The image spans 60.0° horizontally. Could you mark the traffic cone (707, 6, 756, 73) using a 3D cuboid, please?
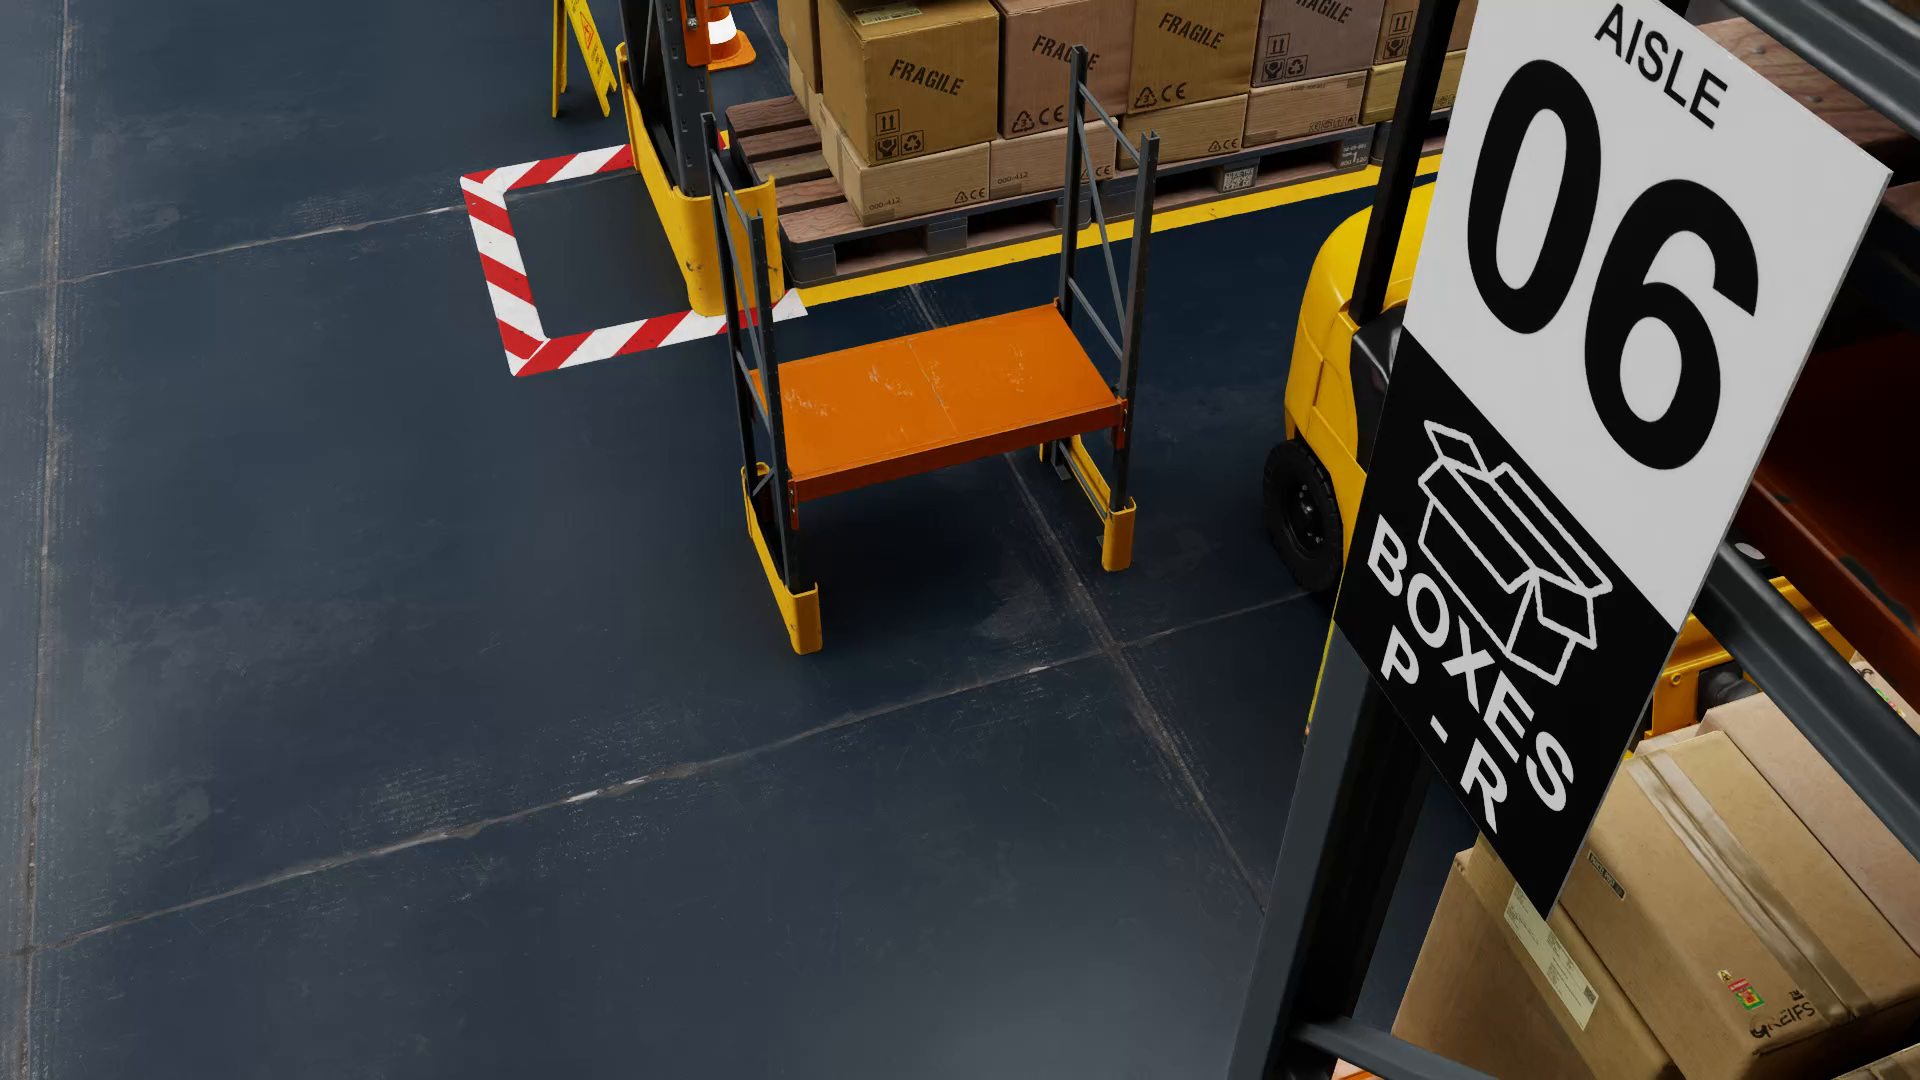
[{"bbox_3d":[-1.096,-2.339,7.254,0.334,0.463,0.336,-14,47,-14],"label":"traffic cone"}]

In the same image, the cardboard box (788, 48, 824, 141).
[{"bbox_3d":[-0.371,-1.828,6.599,0.500,0.250,0.500,-15,47,-14],"label":"cardboard box"}]

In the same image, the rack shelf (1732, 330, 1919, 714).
[{"bbox_3d":[2.508,-0.251,1.773,4.000,0.370,1.077,-14,47,-14],"label":"rack shelf"}]

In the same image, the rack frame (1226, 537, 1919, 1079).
[{"bbox_3d":[0.627,1.034,2.101,0.127,3.000,1.000,-14,47,-14],"label":"rack frame"}]

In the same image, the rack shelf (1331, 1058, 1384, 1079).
[{"bbox_3d":[2.508,0.807,2.835,4.000,0.370,1.077,-14,47,-14],"label":"rack shelf"}]

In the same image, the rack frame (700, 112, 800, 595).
[{"bbox_3d":[-0.558,-0.387,4.576,0.032,1.500,0.500,-14,47,-14],"label":"rack frame"}]

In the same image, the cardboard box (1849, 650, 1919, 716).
[{"bbox_3d":[1.350,0.278,2.117,0.250,0.149,0.380,-13,47,-13],"label":"cardboard box"}]

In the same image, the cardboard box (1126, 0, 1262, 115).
[{"bbox_3d":[0.777,-1.974,6.215,0.500,0.500,0.500,-13,47,-13],"label":"cardboard box"}]

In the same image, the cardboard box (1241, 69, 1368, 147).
[{"bbox_3d":[1.258,-1.836,6.607,0.500,0.250,0.500,-14,47,-13],"label":"cardboard box"}]

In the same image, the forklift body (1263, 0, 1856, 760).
[{"bbox_3d":[1.791,-0.337,4.068,1.214,2.155,2.313,-14,47,-14],"label":"forklift body"}]

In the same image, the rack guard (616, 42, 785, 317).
[{"bbox_3d":[-0.991,-1.407,6.300,0.348,0.500,1.175,-14,47,-14],"label":"rack guard"}]

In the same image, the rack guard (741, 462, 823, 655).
[{"bbox_3d":[-0.540,0.050,5.024,0.087,0.250,0.587,-14,47,-14],"label":"rack guard"}]

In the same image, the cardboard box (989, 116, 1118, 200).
[{"bbox_3d":[0.273,-1.577,6.348,0.500,0.250,0.500,-13,46,-12],"label":"cardboard box"}]

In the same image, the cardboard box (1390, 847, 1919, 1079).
[{"bbox_3d":[1.000,0.706,2.358,0.500,0.500,0.500,-15,47,-15],"label":"cardboard box"}]

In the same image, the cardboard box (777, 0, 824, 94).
[{"bbox_3d":[-0.397,-2.080,6.321,0.500,0.500,0.500,-14,47,-14],"label":"cardboard box"}]

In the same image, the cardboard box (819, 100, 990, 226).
[{"bbox_3d":[-0.210,-1.459,6.231,0.500,0.250,0.500,-15,47,-14],"label":"cardboard box"}]

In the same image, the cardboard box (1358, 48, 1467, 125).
[{"bbox_3d":[1.738,-1.955,6.726,0.500,0.250,0.500,-15,47,-15],"label":"cardboard box"}]

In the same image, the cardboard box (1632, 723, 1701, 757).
[{"bbox_3d":[1.088,0.419,2.186,0.250,0.149,0.380,-14,47,-13],"label":"cardboard box"}]

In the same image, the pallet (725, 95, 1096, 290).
[{"bbox_3d":[-0.215,-1.477,6.573,1.213,0.211,1.003,-14,47,-14],"label":"pallet"}]

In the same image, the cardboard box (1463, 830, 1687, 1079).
[{"bbox_3d":[0.858,0.500,2.105,0.250,0.149,0.380,-14,47,-13],"label":"cardboard box"}]

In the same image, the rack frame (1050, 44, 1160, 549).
[{"bbox_3d":[0.398,-0.631,4.820,0.032,1.500,0.500,-14,47,-14],"label":"rack frame"}]

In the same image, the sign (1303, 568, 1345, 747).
[{"bbox_3d":[0.455,0.177,1.971,0.005,0.325,0.100,-14,47,-14],"label":"sign"}]

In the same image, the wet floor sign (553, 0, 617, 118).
[{"bbox_3d":[-1.604,-2.108,6.895,0.232,0.644,0.267,0,45,0],"label":"wet floor sign"}]

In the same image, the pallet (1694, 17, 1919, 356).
[{"bbox_3d":[1.301,-0.146,1.222,1.213,0.211,1.003,-14,47,-14],"label":"pallet"}]

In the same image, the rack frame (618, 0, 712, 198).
[{"bbox_3d":[-1.062,-2.271,5.396,0.127,3.000,1.000,-14,47,-14],"label":"rack frame"}]

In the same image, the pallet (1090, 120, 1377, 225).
[{"bbox_3d":[0.931,-1.768,6.863,1.213,0.211,1.003,-14,47,-14],"label":"pallet"}]

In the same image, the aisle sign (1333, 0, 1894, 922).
[{"bbox_3d":[0.465,-0.063,1.360,0.004,0.787,0.394,-14,47,-14],"label":"aisle sign"}]

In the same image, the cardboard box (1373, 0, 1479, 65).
[{"bbox_3d":[1.757,-2.231,6.471,0.500,0.500,0.500,-14,47,-13],"label":"cardboard box"}]

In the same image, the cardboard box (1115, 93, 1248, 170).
[{"bbox_3d":[0.782,-1.716,6.488,0.500,0.250,0.500,-11,46,-11],"label":"cardboard box"}]

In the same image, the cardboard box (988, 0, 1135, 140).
[{"bbox_3d":[0.303,-1.858,6.100,0.500,0.500,0.500,-16,47,-15],"label":"cardboard box"}]

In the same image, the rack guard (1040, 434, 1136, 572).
[{"bbox_3d":[0.397,-0.190,5.263,0.087,0.250,0.587,-14,47,-14],"label":"rack guard"}]

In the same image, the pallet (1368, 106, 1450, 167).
[{"bbox_3d":[2.080,-2.064,7.158,1.213,0.211,1.003,-14,47,-14],"label":"pallet"}]

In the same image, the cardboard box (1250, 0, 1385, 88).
[{"bbox_3d":[1.277,-2.108,6.348,0.500,0.500,0.500,-12,46,-12],"label":"cardboard box"}]

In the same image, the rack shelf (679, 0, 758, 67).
[{"bbox_3d":[0.819,-2.499,6.130,4.000,0.370,1.077,-14,47,-14],"label":"rack shelf"}]

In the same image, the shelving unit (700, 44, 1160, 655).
[{"bbox_3d":[-0.072,-0.511,4.701,1.083,1.500,0.587,-14,47,-14],"label":"shelving unit"}]

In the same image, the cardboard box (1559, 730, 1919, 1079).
[{"bbox_3d":[0.892,0.439,1.956,0.250,0.149,0.380,-14,47,-14],"label":"cardboard box"}]

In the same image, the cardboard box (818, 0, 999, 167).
[{"bbox_3d":[-0.187,-1.730,5.971,0.500,0.500,0.500,-16,47,-15],"label":"cardboard box"}]

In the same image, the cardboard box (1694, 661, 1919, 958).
[{"bbox_3d":[1.113,0.359,2.036,0.250,0.149,0.380,-14,47,-14],"label":"cardboard box"}]

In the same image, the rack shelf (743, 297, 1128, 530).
[{"bbox_3d":[-0.080,-0.382,4.826,1.000,0.185,0.538,-14,47,-14],"label":"rack shelf"}]
